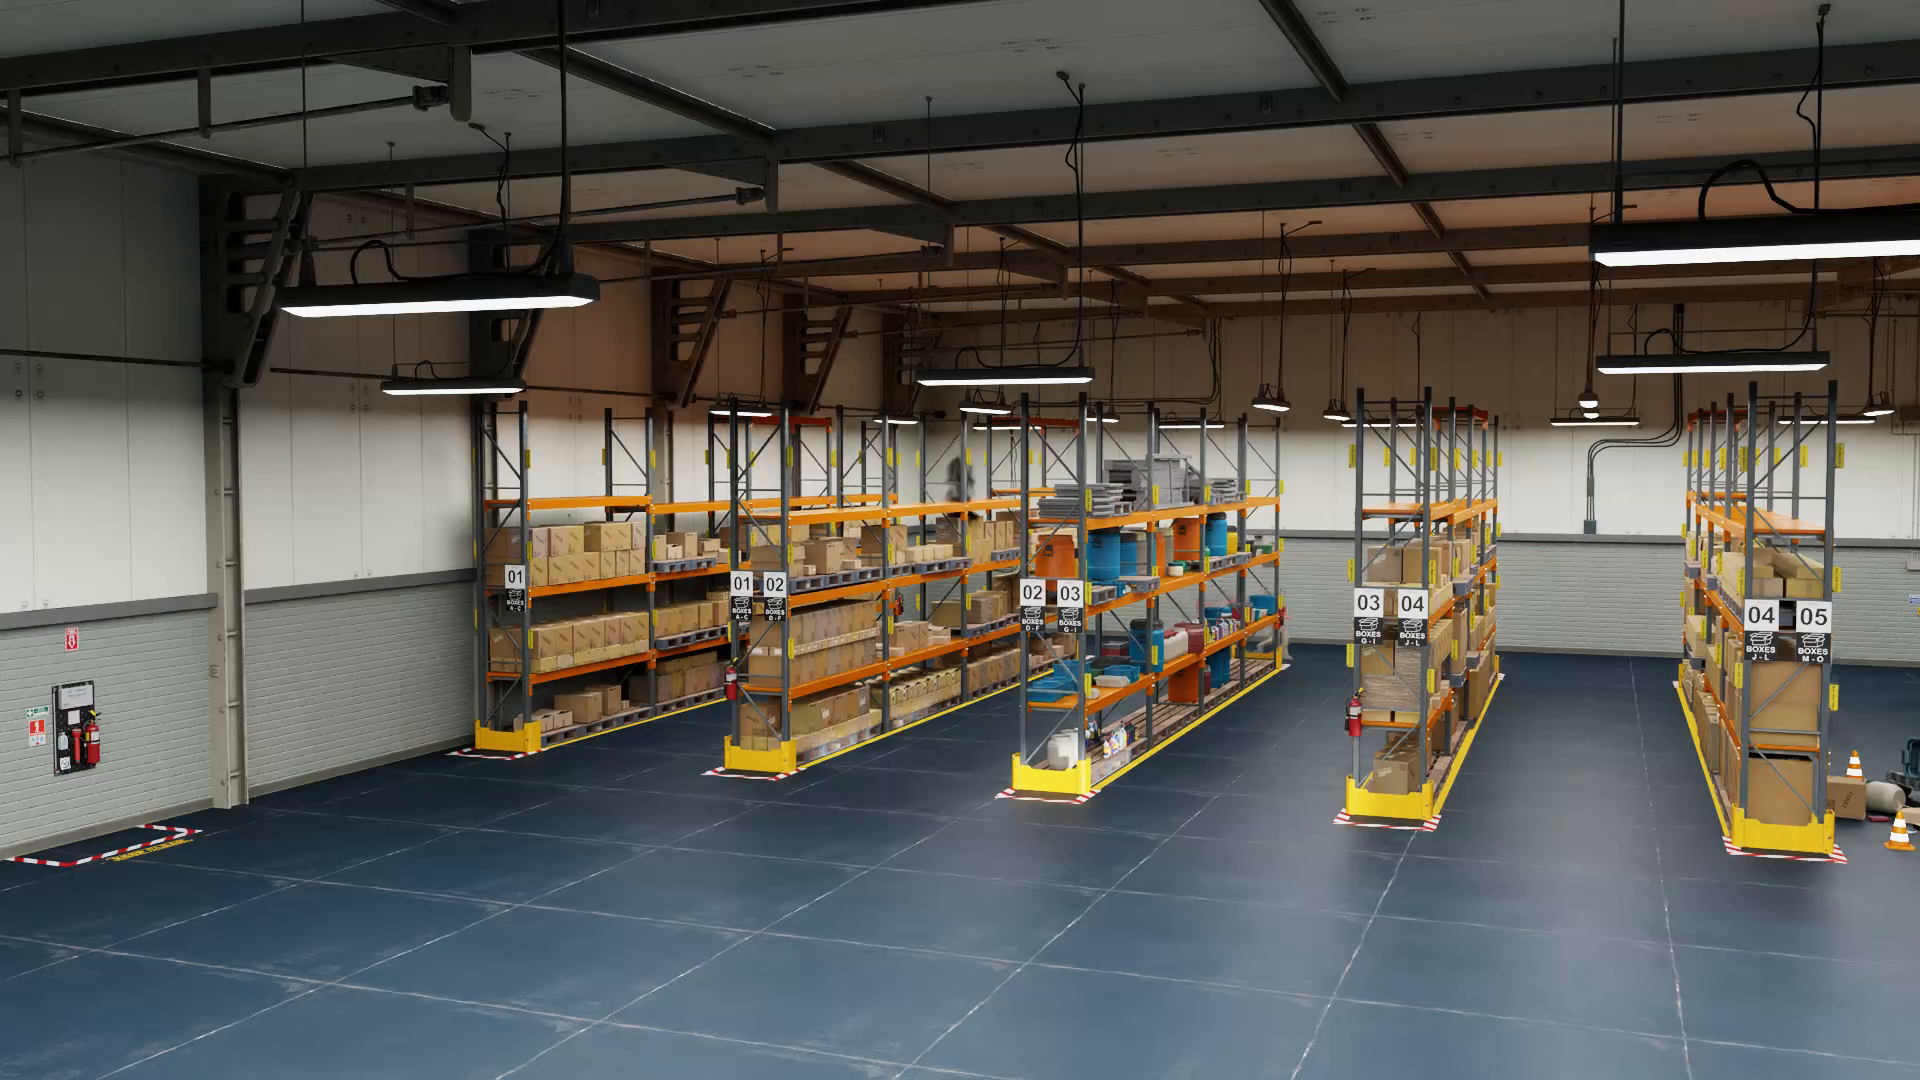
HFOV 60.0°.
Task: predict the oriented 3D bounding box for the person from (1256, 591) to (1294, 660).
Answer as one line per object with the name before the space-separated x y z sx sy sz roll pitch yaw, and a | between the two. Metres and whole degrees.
person | 7.922 2.133 41.627 0.932 1.735 0.637 2 3 32
